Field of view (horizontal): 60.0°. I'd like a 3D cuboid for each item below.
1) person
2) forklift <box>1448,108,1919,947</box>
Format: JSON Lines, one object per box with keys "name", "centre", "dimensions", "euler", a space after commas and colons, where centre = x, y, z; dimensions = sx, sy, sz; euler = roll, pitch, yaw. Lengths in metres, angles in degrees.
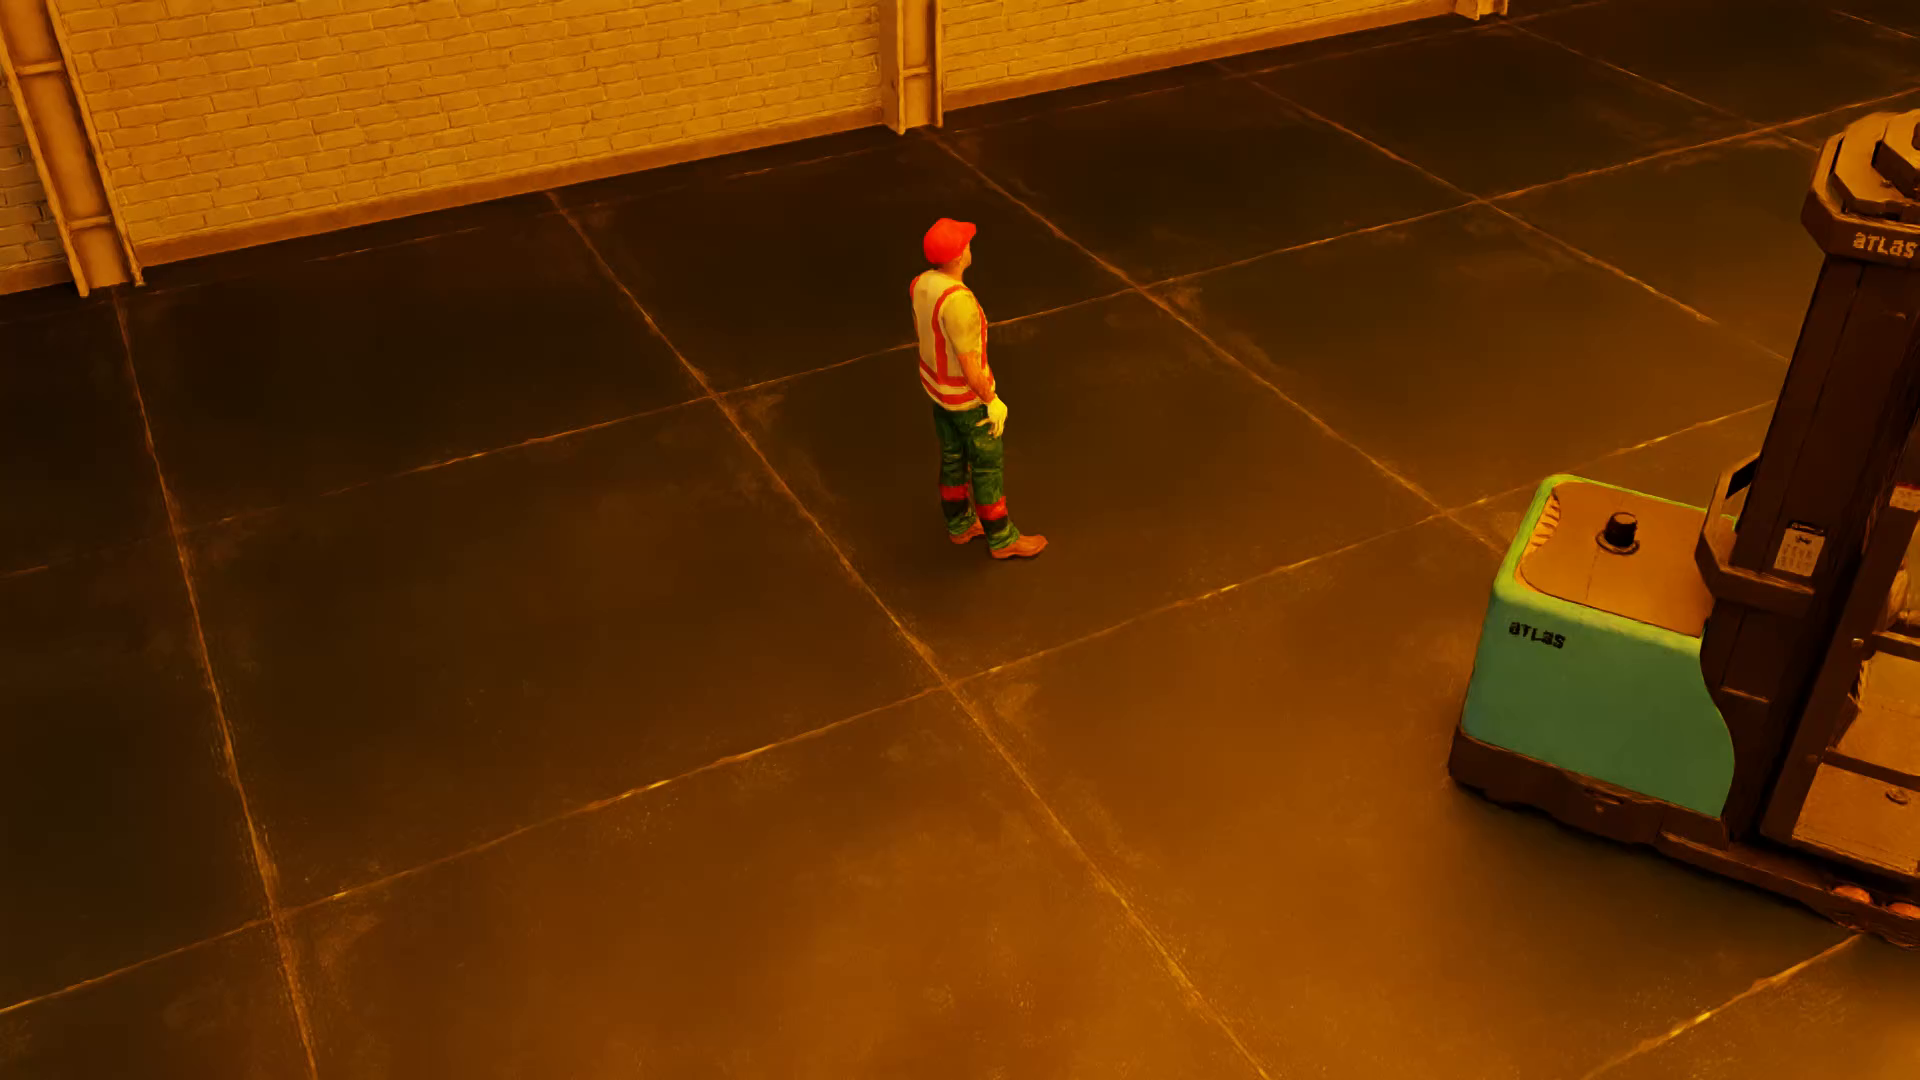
{"name": "person", "centre": [0.076, -0.752, 8.165], "dimensions": [0.563, 1.787, 0.637], "euler": [-17, 39, -23]}
{"name": "forklift", "centre": [3.643, 0.022, 6.092], "dimensions": [3.031, 2.935, 1.130], "euler": [17, 39, 23]}
